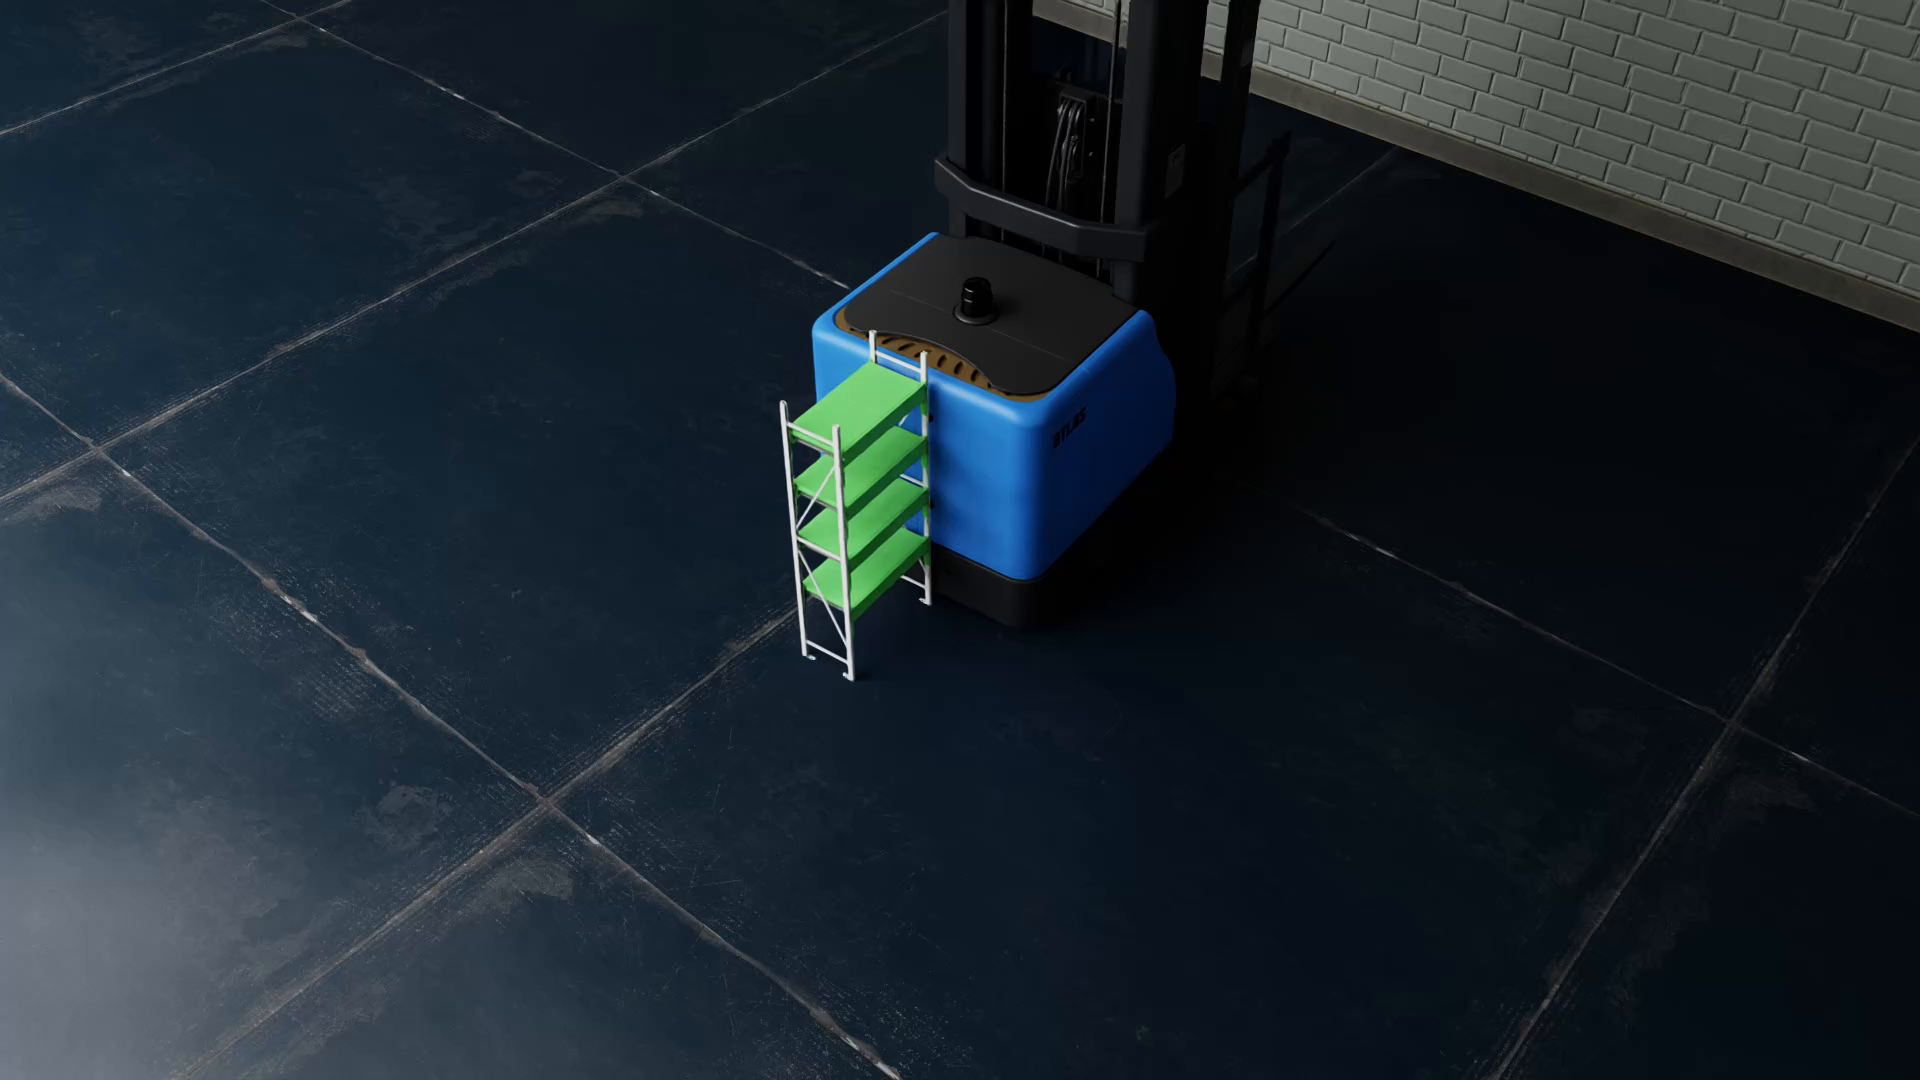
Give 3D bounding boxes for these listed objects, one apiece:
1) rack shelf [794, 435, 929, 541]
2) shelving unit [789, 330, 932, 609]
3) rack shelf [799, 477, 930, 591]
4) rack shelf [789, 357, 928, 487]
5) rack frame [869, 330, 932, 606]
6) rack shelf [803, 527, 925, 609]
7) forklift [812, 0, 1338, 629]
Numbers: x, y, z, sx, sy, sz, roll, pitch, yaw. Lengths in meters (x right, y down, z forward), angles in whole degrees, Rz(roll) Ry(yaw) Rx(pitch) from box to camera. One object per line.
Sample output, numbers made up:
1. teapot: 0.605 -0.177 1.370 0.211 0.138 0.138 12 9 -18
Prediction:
1. rack shelf: -0.351 -0.232 5.851 0.258 0.148 0.480 25 48 25
2. shelving unit: -0.348 -0.105 5.973 0.258 1.200 0.492 25 48 25
3. rack shelf: -0.351 -0.054 6.013 0.258 0.148 0.480 25 48 25
4. rack shelf: -0.351 -0.409 5.690 0.258 0.148 0.480 25 48 25
5. rack frame: -0.212 -0.236 6.118 0.240 1.200 0.015 25 48 25
6. rack shelf: -0.351 0.084 6.138 0.221 0.021 0.457 25 48 25
7. forklift: 0.697 -1.705 6.446 1.130 2.935 3.031 25 48 25
